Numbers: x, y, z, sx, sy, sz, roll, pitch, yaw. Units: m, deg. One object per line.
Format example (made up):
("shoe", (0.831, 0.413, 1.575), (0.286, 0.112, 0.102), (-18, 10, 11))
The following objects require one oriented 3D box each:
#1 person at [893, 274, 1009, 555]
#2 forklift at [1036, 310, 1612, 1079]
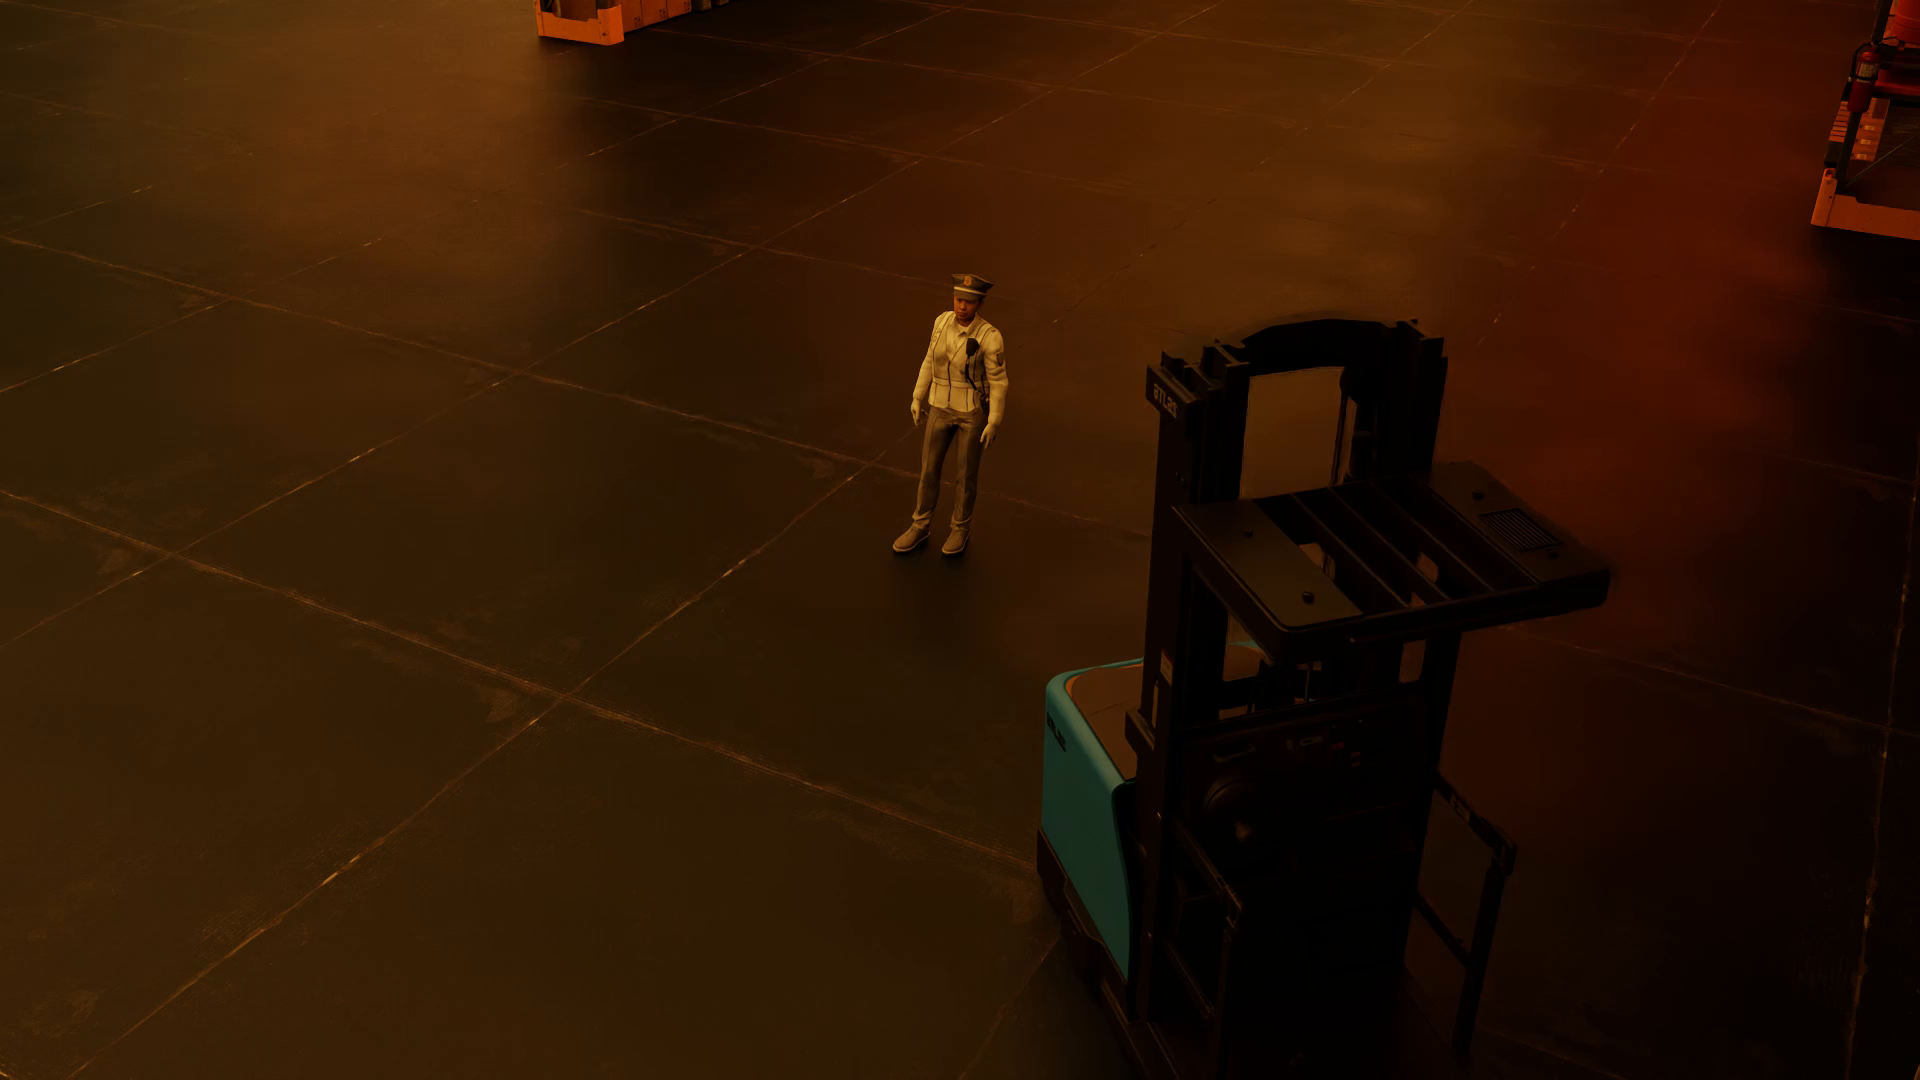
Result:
("person", (-0.039, -0.712, 9.527), (0.586, 1.694, 0.532), (15, 33, 25))
("forklift", (1.271, 0.846, 5.604), (1.130, 2.935, 3.031), (-9, 31, -15))
